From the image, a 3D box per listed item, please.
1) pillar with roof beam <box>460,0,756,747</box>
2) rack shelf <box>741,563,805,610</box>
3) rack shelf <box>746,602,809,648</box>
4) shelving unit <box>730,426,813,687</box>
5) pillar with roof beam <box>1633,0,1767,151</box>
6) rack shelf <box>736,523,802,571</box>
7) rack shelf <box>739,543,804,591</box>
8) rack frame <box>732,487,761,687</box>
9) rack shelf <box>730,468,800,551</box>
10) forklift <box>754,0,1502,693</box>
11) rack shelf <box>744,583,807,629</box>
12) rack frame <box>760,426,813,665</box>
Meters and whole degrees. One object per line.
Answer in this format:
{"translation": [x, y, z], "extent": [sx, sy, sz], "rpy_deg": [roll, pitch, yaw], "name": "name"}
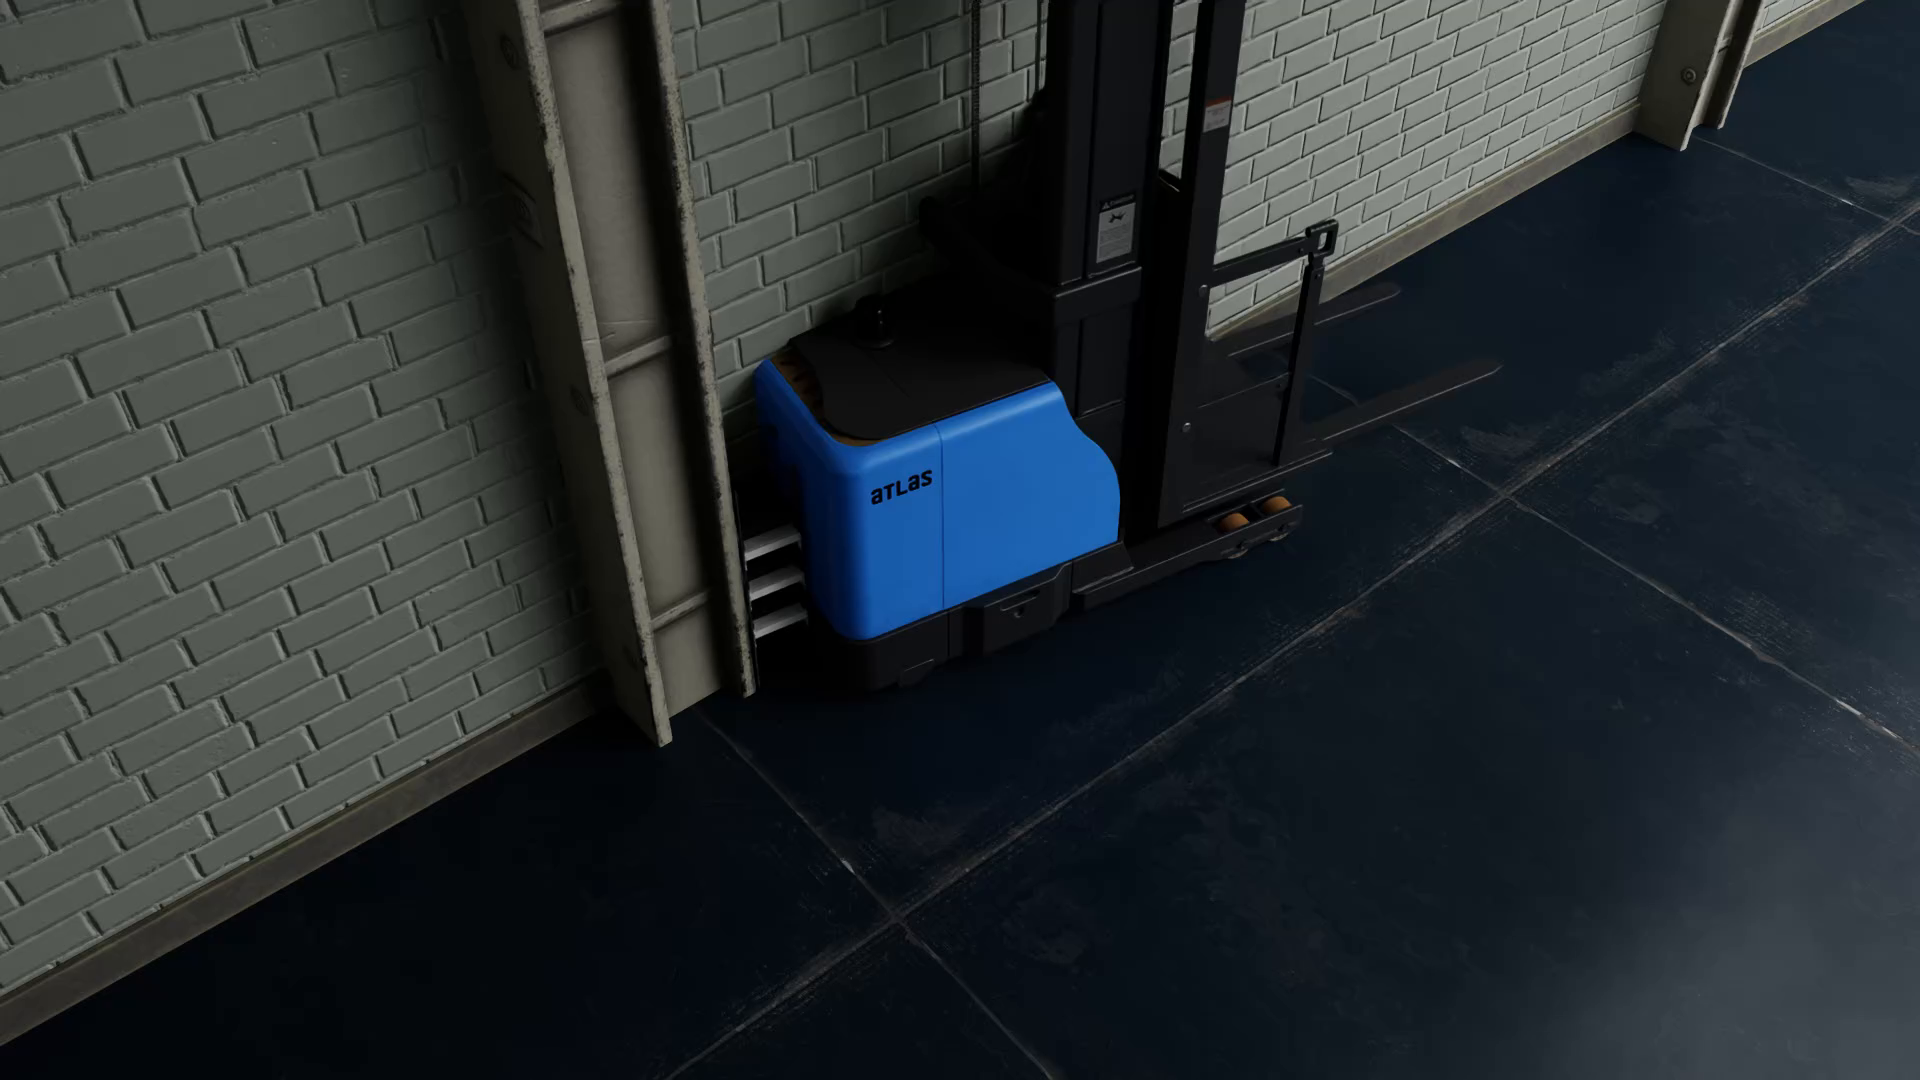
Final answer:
{"translation": [1.816, -0.497, 0.206], "extent": [0.400, 9.000, 9.100], "rpy_deg": [-30, 51, -28], "name": "pillar with roof beam"}
{"translation": [-0.663, 0.096, 5.540], "extent": [0.200, 0.077, 0.258], "rpy_deg": [-22, 48, -22], "name": "rack shelf"}
{"translation": [-0.663, 0.227, 5.663], "extent": [0.200, 0.077, 0.258], "rpy_deg": [-22, 48, -22], "name": "rack shelf"}
{"translation": [-0.663, 0.071, 5.517], "extent": [0.210, 0.900, 0.258], "rpy_deg": [-22, 48, -22], "name": "shelving unit"}
{"translation": [6.418, -3.132, 3.012], "extent": [0.400, 9.000, 9.100], "rpy_deg": [-30, 51, -28], "name": "pillar with roof beam"}
{"translation": [-0.663, -0.036, 5.416], "extent": [0.200, 0.077, 0.258], "rpy_deg": [-22, 48, -22], "name": "rack shelf"}
{"translation": [-0.663, 0.030, 5.478], "extent": [0.200, 0.077, 0.258], "rpy_deg": [-22, 48, -22], "name": "rack shelf"}
{"translation": [-0.750, 0.107, 5.478], "extent": [0.006, 0.900, 0.240], "rpy_deg": [-22, 48, -22], "name": "rack frame"}
{"translation": [-0.663, -0.101, 5.355], "extent": [0.200, 0.077, 0.258], "rpy_deg": [-22, 48, -22], "name": "rack shelf"}
{"translation": [0.692, -1.296, 5.489], "extent": [3.031, 2.935, 1.130], "rpy_deg": [-21, 47, -21], "name": "forklift"}
{"translation": [-0.663, 0.161, 5.601], "extent": [0.200, 0.077, 0.258], "rpy_deg": [-22, 48, -22], "name": "rack shelf"}
{"translation": [-0.576, 0.035, 5.555], "extent": [0.006, 0.900, 0.240], "rpy_deg": [-22, 48, -22], "name": "rack frame"}
